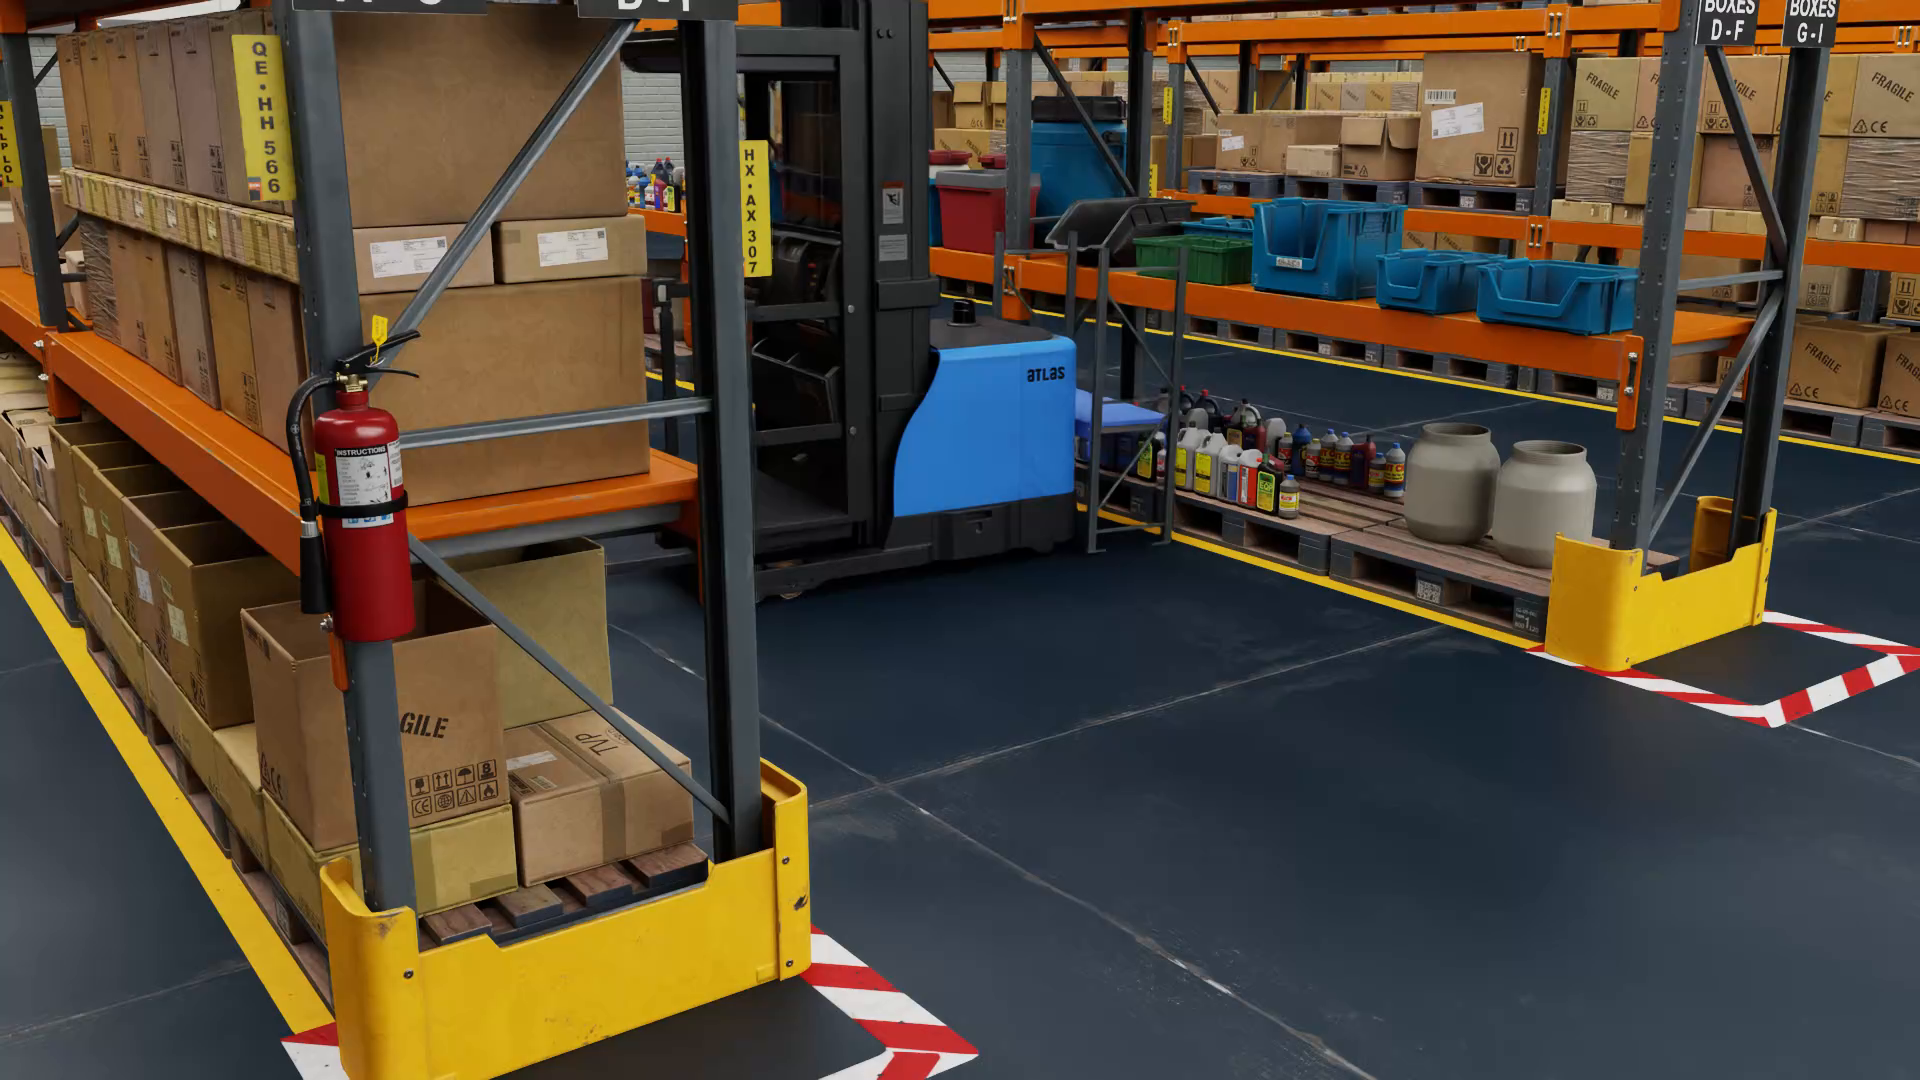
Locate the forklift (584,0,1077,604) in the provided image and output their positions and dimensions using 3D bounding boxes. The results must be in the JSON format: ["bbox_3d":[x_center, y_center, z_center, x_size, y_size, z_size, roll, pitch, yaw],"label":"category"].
[{"bbox_3d":[-0.954,-1.279,7.697,3.031,2.935,1.130,-8,17,-28],"label":"forklift"}]

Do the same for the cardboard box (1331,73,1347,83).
[{"bbox_3d":[6.091,-7.307,26.280,0.380,0.149,0.250,-12,19,-36],"label":"cardboard box"}]

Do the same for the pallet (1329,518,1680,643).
[{"bbox_3d":[2.494,0.131,7.698,1.003,0.211,1.213,-11,19,-35],"label":"pallet"}]

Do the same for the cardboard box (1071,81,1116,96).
[{"bbox_3d":[1.555,-4.338,16.654,0.797,0.503,0.637,-10,18,-33],"label":"cardboard box"}]

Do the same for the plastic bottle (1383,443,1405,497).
[{"bbox_3d":[2.236,-0.362,8.553,0.097,0.271,0.097,0,15,0],"label":"plastic bottle"}]

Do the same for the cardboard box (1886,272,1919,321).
[{"bbox_3d":[9.089,-2.435,15.018,0.875,0.875,0.875,-11,19,-34],"label":"cardboard box"}]

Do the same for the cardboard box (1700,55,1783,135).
[{"bbox_3d":[5.352,-2.979,11.130,0.500,0.500,0.500,-11,19,-35],"label":"cardboard box"}]

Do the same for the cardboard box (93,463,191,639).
[{"bbox_3d":[-2.703,0.006,5.864,0.500,0.500,0.500,-11,19,-35],"label":"cardboard box"}]

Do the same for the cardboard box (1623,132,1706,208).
[{"bbox_3d":[5.184,-2.627,11.741,0.875,0.500,0.500,-11,19,-35],"label":"cardboard box"}]

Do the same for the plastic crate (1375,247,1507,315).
[{"bbox_3d":[2.136,-1.159,7.410,0.499,0.251,0.408,-11,19,-35],"label":"plastic crate"}]

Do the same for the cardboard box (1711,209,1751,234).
[{"bbox_3d":[5.342,-2.177,11.323,0.380,0.149,0.250,-11,19,-35],"label":"cardboard box"}]

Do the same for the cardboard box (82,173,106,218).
[{"bbox_3d":[-3.009,-1.282,6.160,0.380,0.149,0.250,-11,19,-36],"label":"cardboard box"}]

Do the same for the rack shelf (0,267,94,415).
[{"bbox_3d":[-4.487,-1.197,8.630,1.077,0.370,4.000,-11,19,-35],"label":"rack shelf"}]

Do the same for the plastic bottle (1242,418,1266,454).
[{"bbox_3d":[1.619,-0.532,9.151,0.061,0.283,0.133,-11,19,-35],"label":"plastic bottle"}]

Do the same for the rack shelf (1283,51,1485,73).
[{"bbox_3d":[6.841,-7.427,25.711,1.077,0.370,4.000,-11,19,-35],"label":"rack shelf"}]

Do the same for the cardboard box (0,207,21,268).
[{"bbox_3d":[-5.294,-1.707,9.299,0.500,0.311,0.500,-11,19,-35],"label":"cardboard box"}]

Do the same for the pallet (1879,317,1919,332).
[{"bbox_3d":[9.160,-1.882,15.054,1.003,0.211,1.213,-11,19,-35],"label":"pallet"}]

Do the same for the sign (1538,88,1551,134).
[{"bbox_3d":[4.257,-3.125,12.119,0.100,0.325,0.005,-11,19,-35],"label":"sign"}]

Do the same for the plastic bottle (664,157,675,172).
[{"bbox_3d":[-2.553,-3.189,14.638,0.144,0.351,0.185,-11,19,-35],"label":"plastic bottle"}]

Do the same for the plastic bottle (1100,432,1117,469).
[{"bbox_3d":[0.837,-0.583,9.207,0.144,0.351,0.185,-10,18,-33],"label":"plastic bottle"}]

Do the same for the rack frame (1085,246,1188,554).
[{"bbox_3d":[0.870,-0.686,8.209,0.500,1.500,0.032,-6,16,-27],"label":"rack frame"}]

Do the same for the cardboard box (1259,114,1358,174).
[{"bbox_3d":[3.111,-3.546,14.864,0.700,0.500,0.500,-8,17,-26],"label":"cardboard box"}]

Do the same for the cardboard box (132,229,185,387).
[{"bbox_3d":[-2.438,-0.852,5.817,0.700,0.500,0.500,-11,19,-34],"label":"cardboard box"}]

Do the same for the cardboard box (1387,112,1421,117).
[{"bbox_3d":[5.168,-4.877,19.265,0.380,0.149,0.250,-11,19,-35],"label":"cardboard box"}]

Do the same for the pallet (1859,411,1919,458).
[{"bbox_3d":[6.562,-0.650,10.550,1.003,0.211,1.213,-11,19,-35],"label":"pallet"}]

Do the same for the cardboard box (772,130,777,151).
[{"bbox_3d":[-2.288,-5.143,21.405,0.500,0.250,0.500,-11,19,-36],"label":"cardboard box"}]

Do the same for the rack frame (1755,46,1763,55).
[{"bbox_3d":[10.368,-5.046,21.330,1.000,3.000,0.127,-11,19,-35],"label":"rack frame"}]

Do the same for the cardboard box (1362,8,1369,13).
[{"bbox_3d":[3.426,-4.607,14.330,0.500,0.250,0.500,-10,18,-33],"label":"cardboard box"}]

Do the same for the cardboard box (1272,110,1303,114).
[{"bbox_3d":[4.100,-5.264,20.682,0.380,0.149,0.250,-10,18,-33],"label":"cardboard box"}]

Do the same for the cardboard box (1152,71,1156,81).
[{"bbox_3d":[2.661,-6.172,22.796,0.500,0.500,0.500,-12,19,-36],"label":"cardboard box"}]

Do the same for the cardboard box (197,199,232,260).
[{"bbox_3d":[-1.944,-0.896,4.750,0.380,0.149,0.250,-10,18,-33],"label":"cardboard box"}]

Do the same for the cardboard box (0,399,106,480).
[{"bbox_3d":[-4.383,-0.523,8.154,0.500,0.311,0.500,-11,19,-35],"label":"cardboard box"}]

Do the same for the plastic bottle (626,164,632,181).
[{"bbox_3d":[-3.012,-3.259,15.046,0.097,0.271,0.097,0,15,0],"label":"plastic bottle"}]

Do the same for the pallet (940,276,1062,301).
[{"bbox_3d":[0.515,-2.864,18.640,1.003,0.211,1.213,-11,19,-35],"label":"pallet"}]

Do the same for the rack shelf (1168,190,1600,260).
[{"bbox_3d":[3.528,-2.734,14.245,1.077,0.370,4.000,-11,19,-35],"label":"rack shelf"}]

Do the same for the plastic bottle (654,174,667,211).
[{"bbox_3d":[-2.373,-2.752,13.171,0.061,0.283,0.133,-11,19,-35],"label":"plastic bottle"}]

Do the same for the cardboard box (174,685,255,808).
[{"bbox_3d":[-2.112,0.581,5.184,0.500,0.250,0.500,-11,19,-35],"label":"cardboard box"}]

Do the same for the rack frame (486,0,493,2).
[{"bbox_3d":[-4.006,-6.487,15.230,1.000,3.000,0.127,-11,19,-35],"label":"rack frame"}]

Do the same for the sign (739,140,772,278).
[{"bbox_3d":[-0.507,-0.803,4.039,0.100,0.325,0.005,-11,19,-35],"label":"sign"}]

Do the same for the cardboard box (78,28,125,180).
[{"bbox_3d":[-2.747,-1.589,6.054,0.700,0.500,0.500,-11,19,-35],"label":"cardboard box"}]

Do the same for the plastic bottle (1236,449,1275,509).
[{"bbox_3d":[1.489,-0.311,8.358,0.152,0.276,0.135,-11,19,-34],"label":"plastic bottle"}]

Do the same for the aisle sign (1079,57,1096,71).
[{"bbox_3d":[1.920,-7.280,24.570,0.394,0.787,0.004,-11,19,-35],"label":"aisle sign"}]

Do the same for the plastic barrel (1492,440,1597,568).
[{"bbox_3d":[2.601,-0.162,7.403,0.421,0.512,0.421,0,15,0],"label":"plastic barrel"}]

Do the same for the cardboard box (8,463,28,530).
[{"bbox_3d":[-4.386,-0.254,8.236,0.500,0.250,0.500,-10,18,-33],"label":"cardboard box"}]

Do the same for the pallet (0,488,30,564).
[{"bbox_3d":[-4.497,-0.184,8.848,1.003,0.211,1.213,-11,19,-35],"label":"pallet"}]

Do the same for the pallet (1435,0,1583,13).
[{"bbox_3d":[4.427,-4.158,12.760,1.213,0.211,1.003,-11,19,-35],"label":"pallet"}]

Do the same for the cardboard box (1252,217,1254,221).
[{"bbox_3d":[3.652,-4.260,21.937,0.380,0.149,0.250,-10,18,-33],"label":"cardboard box"}]

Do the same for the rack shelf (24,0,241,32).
[{"bbox_3d":[-4.487,-2.644,8.234,1.077,0.370,4.000,-11,19,-35],"label":"rack shelf"}]

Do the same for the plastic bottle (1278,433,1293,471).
[{"bbox_3d":[1.796,-0.488,9.146,0.097,0.201,0.097,0,15,0],"label":"plastic bottle"}]

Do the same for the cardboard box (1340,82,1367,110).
[{"bbox_3d":[6.335,-6.920,26.094,0.500,0.500,0.500,-11,19,-35],"label":"cardboard box"}]

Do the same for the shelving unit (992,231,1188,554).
[{"bbox_3d":[0.631,-0.804,8.642,0.538,1.500,1.048,-6,16,-27],"label":"shelving unit"}]

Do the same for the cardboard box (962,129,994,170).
[{"bbox_3d":[0.365,-4.166,17.925,0.500,0.500,0.500,-11,19,-34],"label":"cardboard box"}]
